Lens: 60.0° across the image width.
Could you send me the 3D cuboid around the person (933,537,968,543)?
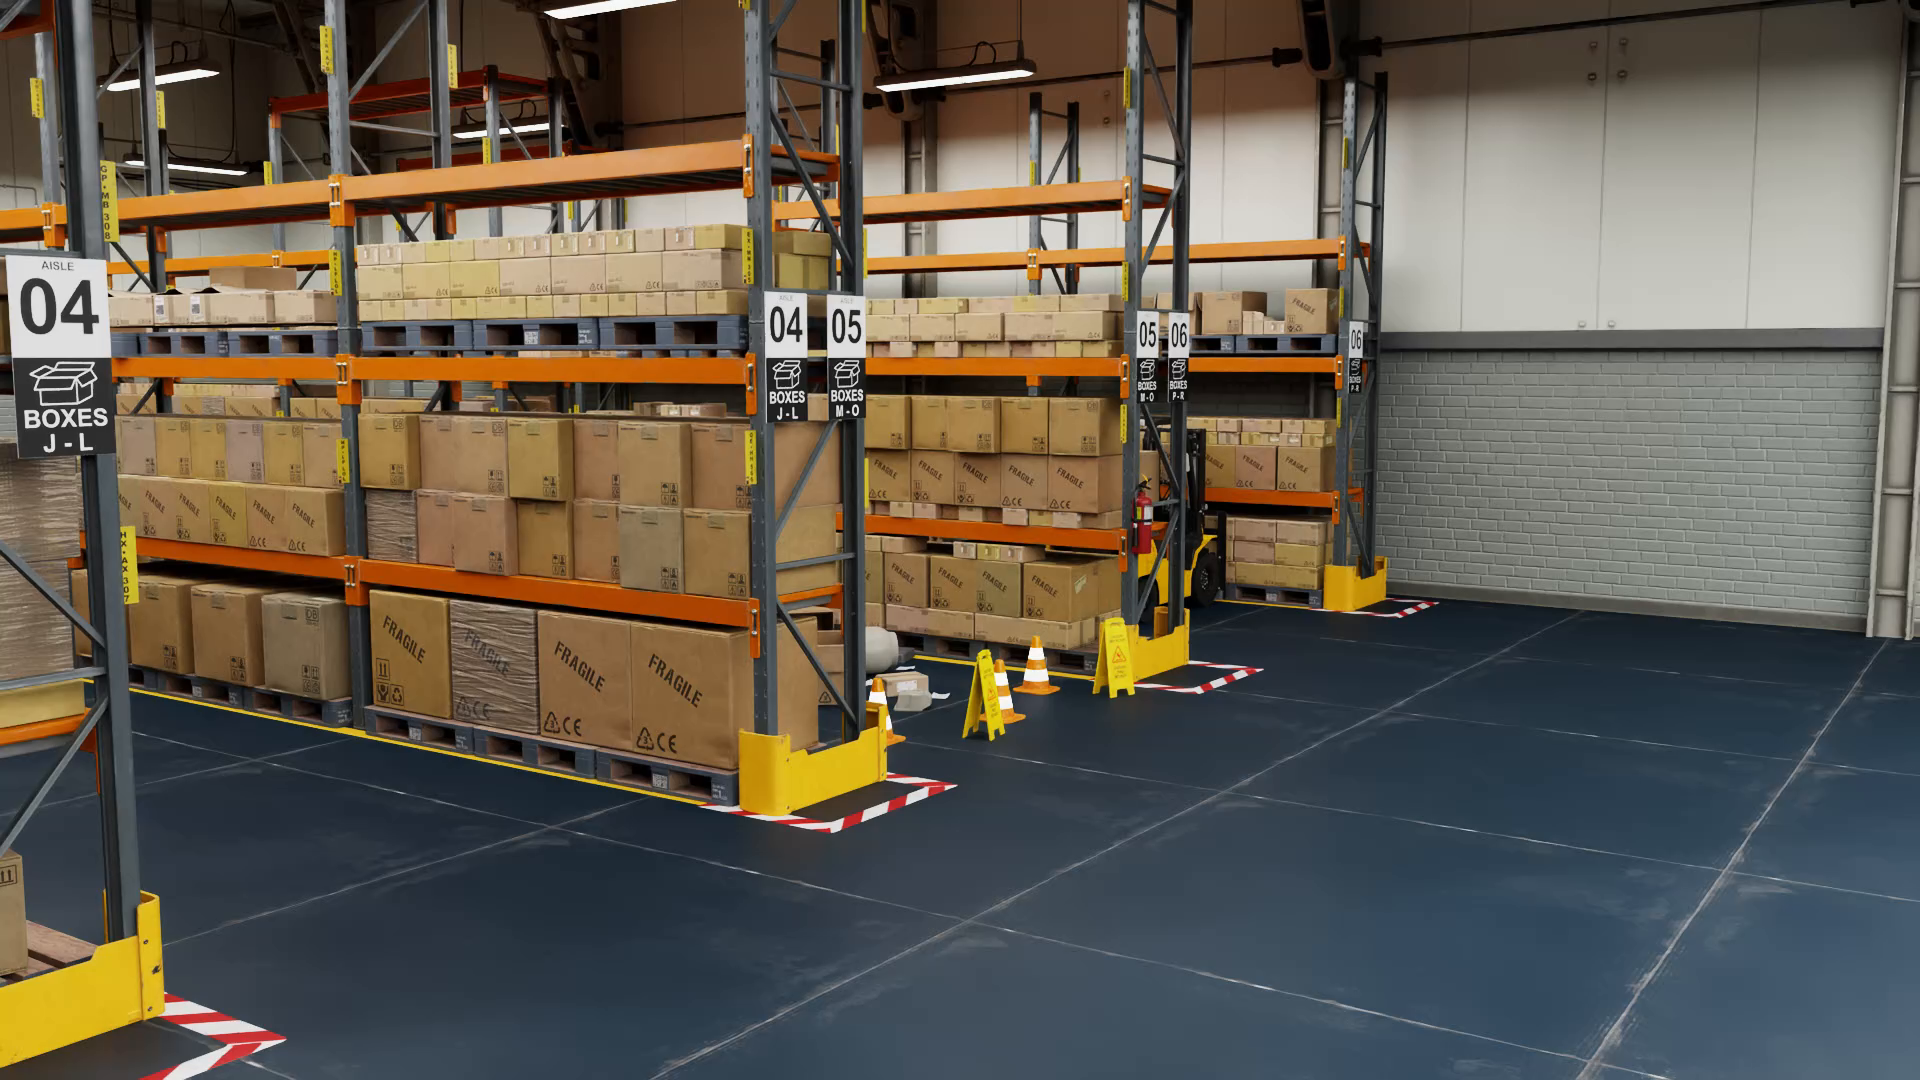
[{"bbox_3d":[0.018,-0.075,18.335,0.594,1.765,0.526,4,7,33],"label":"person"}]
